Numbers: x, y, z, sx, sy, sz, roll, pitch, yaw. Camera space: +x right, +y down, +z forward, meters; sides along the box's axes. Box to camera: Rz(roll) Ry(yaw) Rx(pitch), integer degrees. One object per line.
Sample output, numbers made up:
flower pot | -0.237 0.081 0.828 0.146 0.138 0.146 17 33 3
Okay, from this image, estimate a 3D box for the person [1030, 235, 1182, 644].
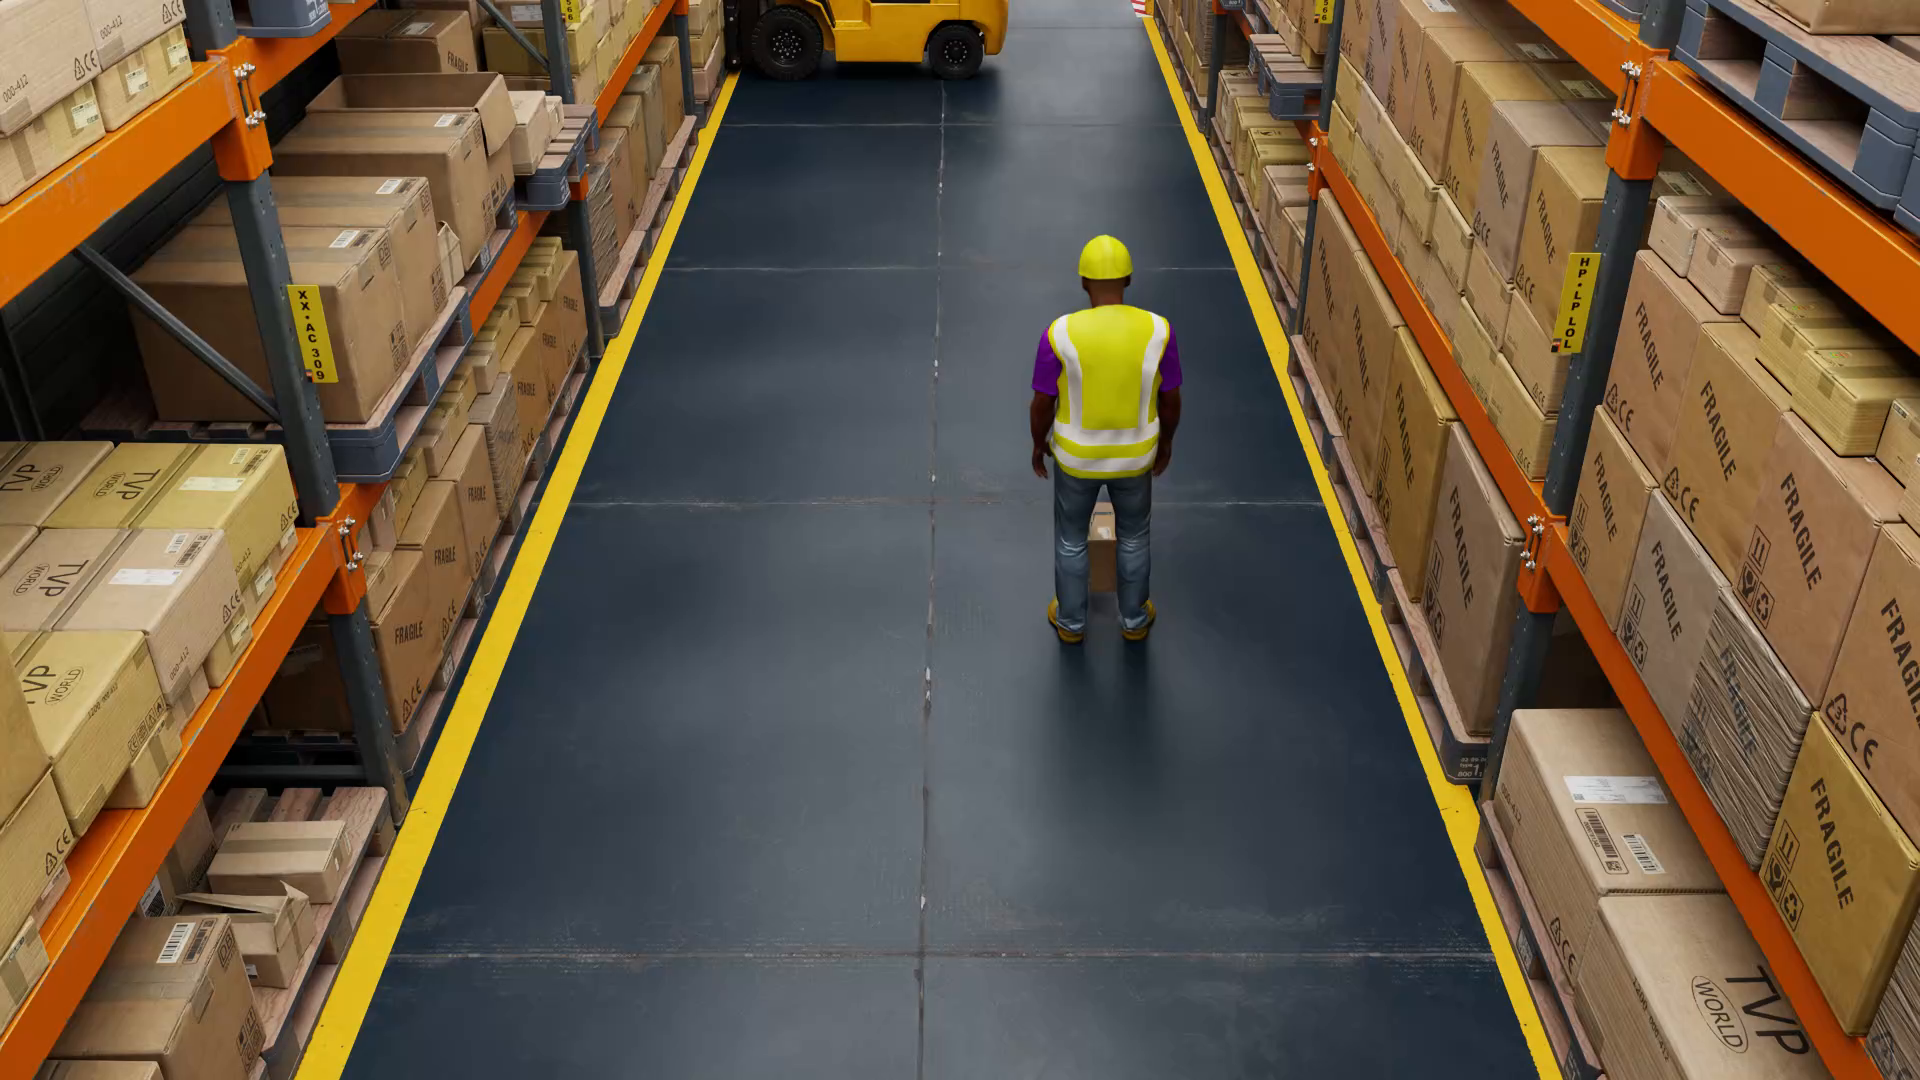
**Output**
person | 0.577 -0.368 6.722 0.604 1.759 0.446 -1 31 -2
